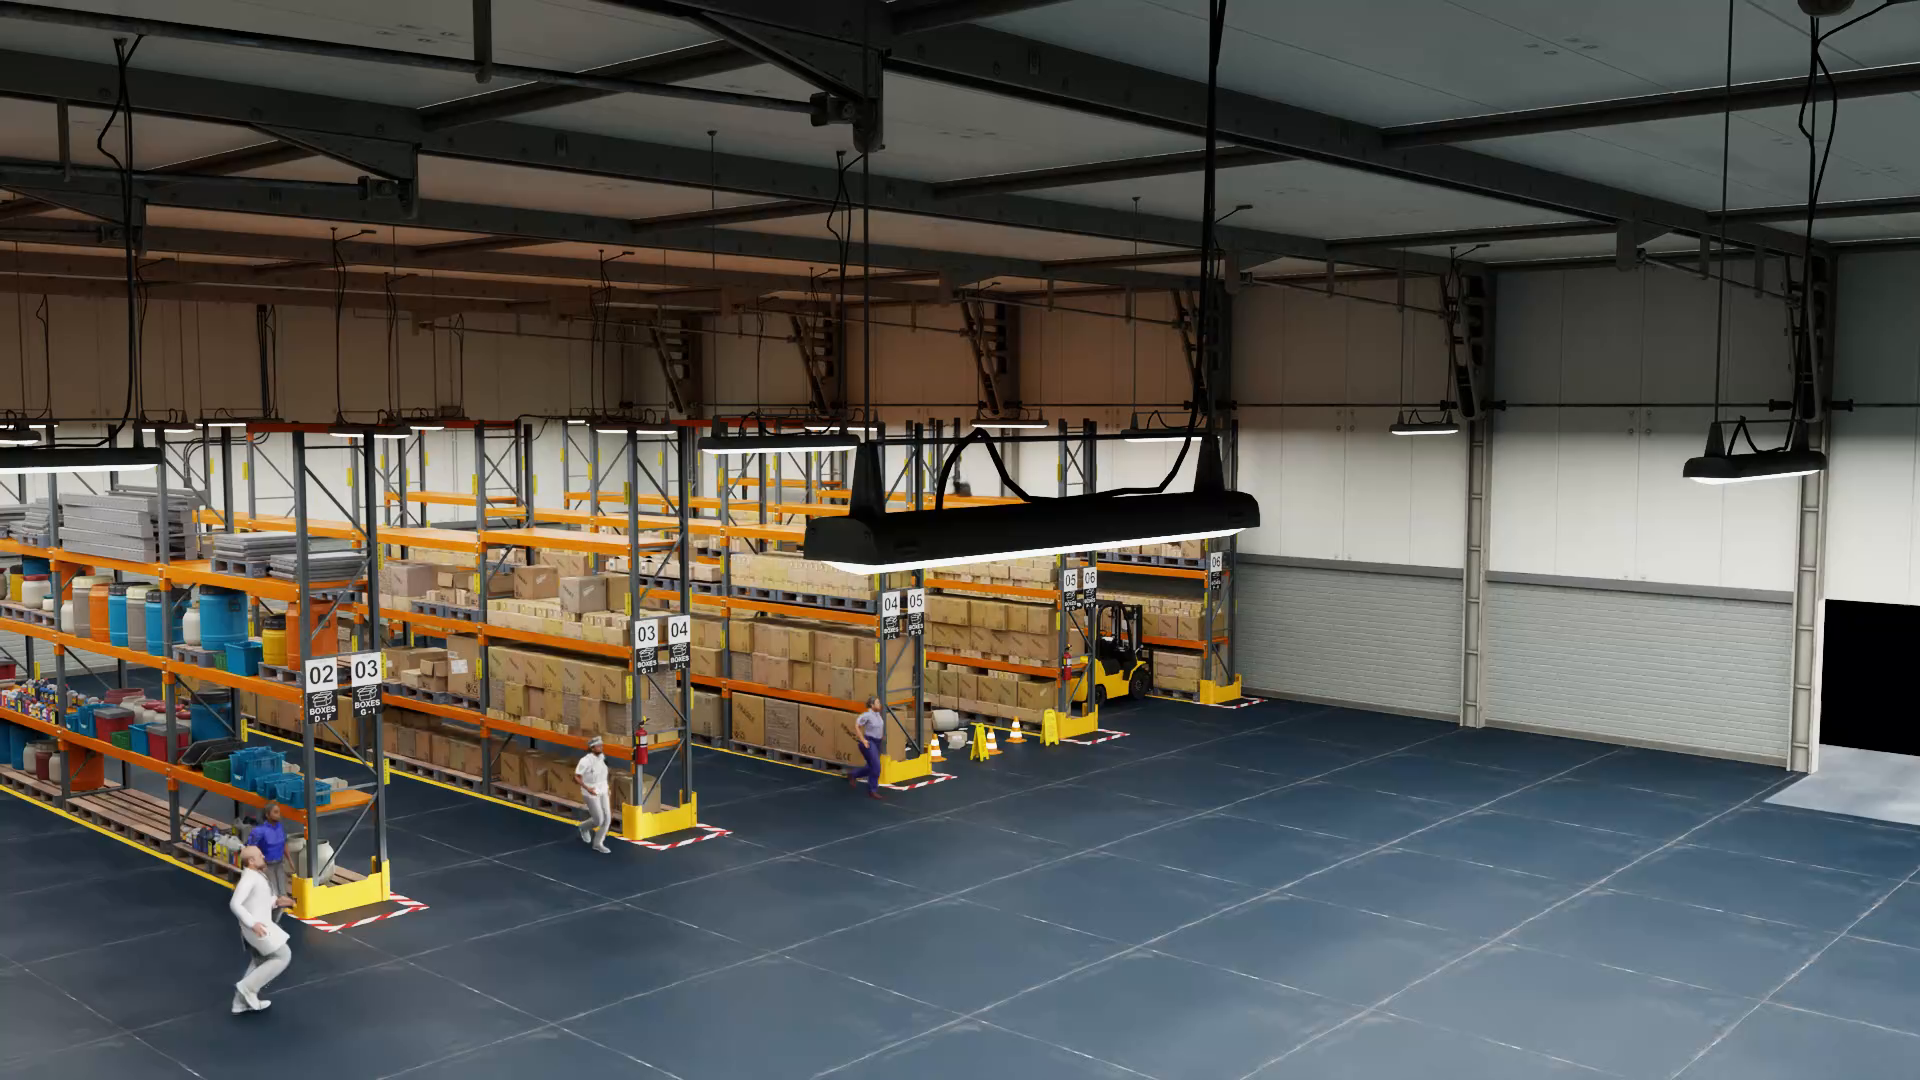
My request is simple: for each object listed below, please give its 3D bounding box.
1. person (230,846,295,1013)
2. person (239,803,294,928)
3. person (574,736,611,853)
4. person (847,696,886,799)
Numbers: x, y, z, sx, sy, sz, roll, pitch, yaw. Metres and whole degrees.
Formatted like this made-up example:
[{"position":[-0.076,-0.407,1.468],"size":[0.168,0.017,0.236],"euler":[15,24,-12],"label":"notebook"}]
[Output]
[{"position":[-7.259,4.035,17.313],"size":[0.649,1.732,0.691],"euler":[-2,5,-27],"label":"person"},{"position":[-8.234,3.951,19.778],"size":[0.561,1.637,0.595],"euler":[1,5,16],"label":"person"},{"position":[-5.189,3.589,23.576],"size":[0.524,1.669,0.610],"euler":[3,6,36],"label":"person"},{"position":[-1.486,3.344,26.997],"size":[0.751,1.618,0.651],"euler":[2,5,25],"label":"person"}]
